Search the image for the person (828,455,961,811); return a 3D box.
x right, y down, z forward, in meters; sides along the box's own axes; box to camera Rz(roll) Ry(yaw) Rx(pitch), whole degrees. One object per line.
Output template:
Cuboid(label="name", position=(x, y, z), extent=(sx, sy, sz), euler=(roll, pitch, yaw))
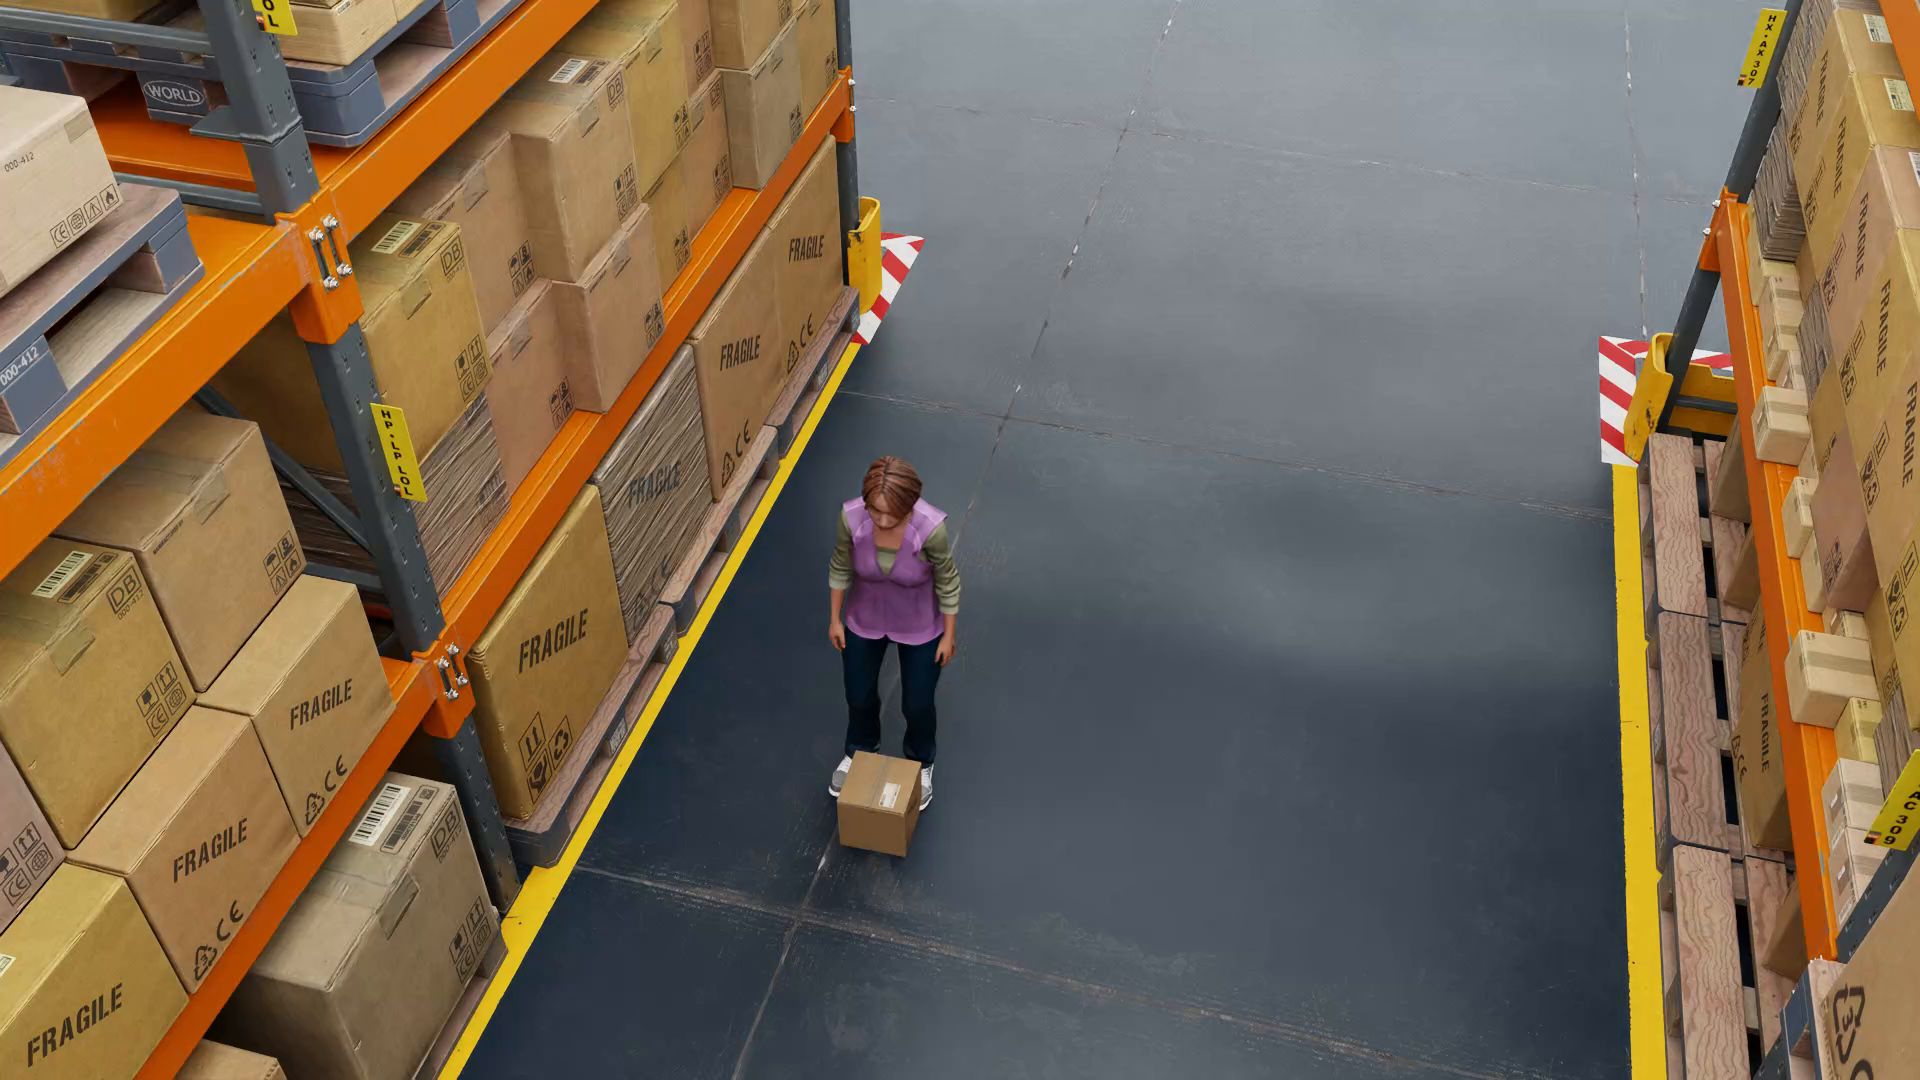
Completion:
Cuboid(label="person", position=(-0.238, 0.310, 5.819), extent=(0.479, 1.592, 0.346), euler=(8, 42, 9))
